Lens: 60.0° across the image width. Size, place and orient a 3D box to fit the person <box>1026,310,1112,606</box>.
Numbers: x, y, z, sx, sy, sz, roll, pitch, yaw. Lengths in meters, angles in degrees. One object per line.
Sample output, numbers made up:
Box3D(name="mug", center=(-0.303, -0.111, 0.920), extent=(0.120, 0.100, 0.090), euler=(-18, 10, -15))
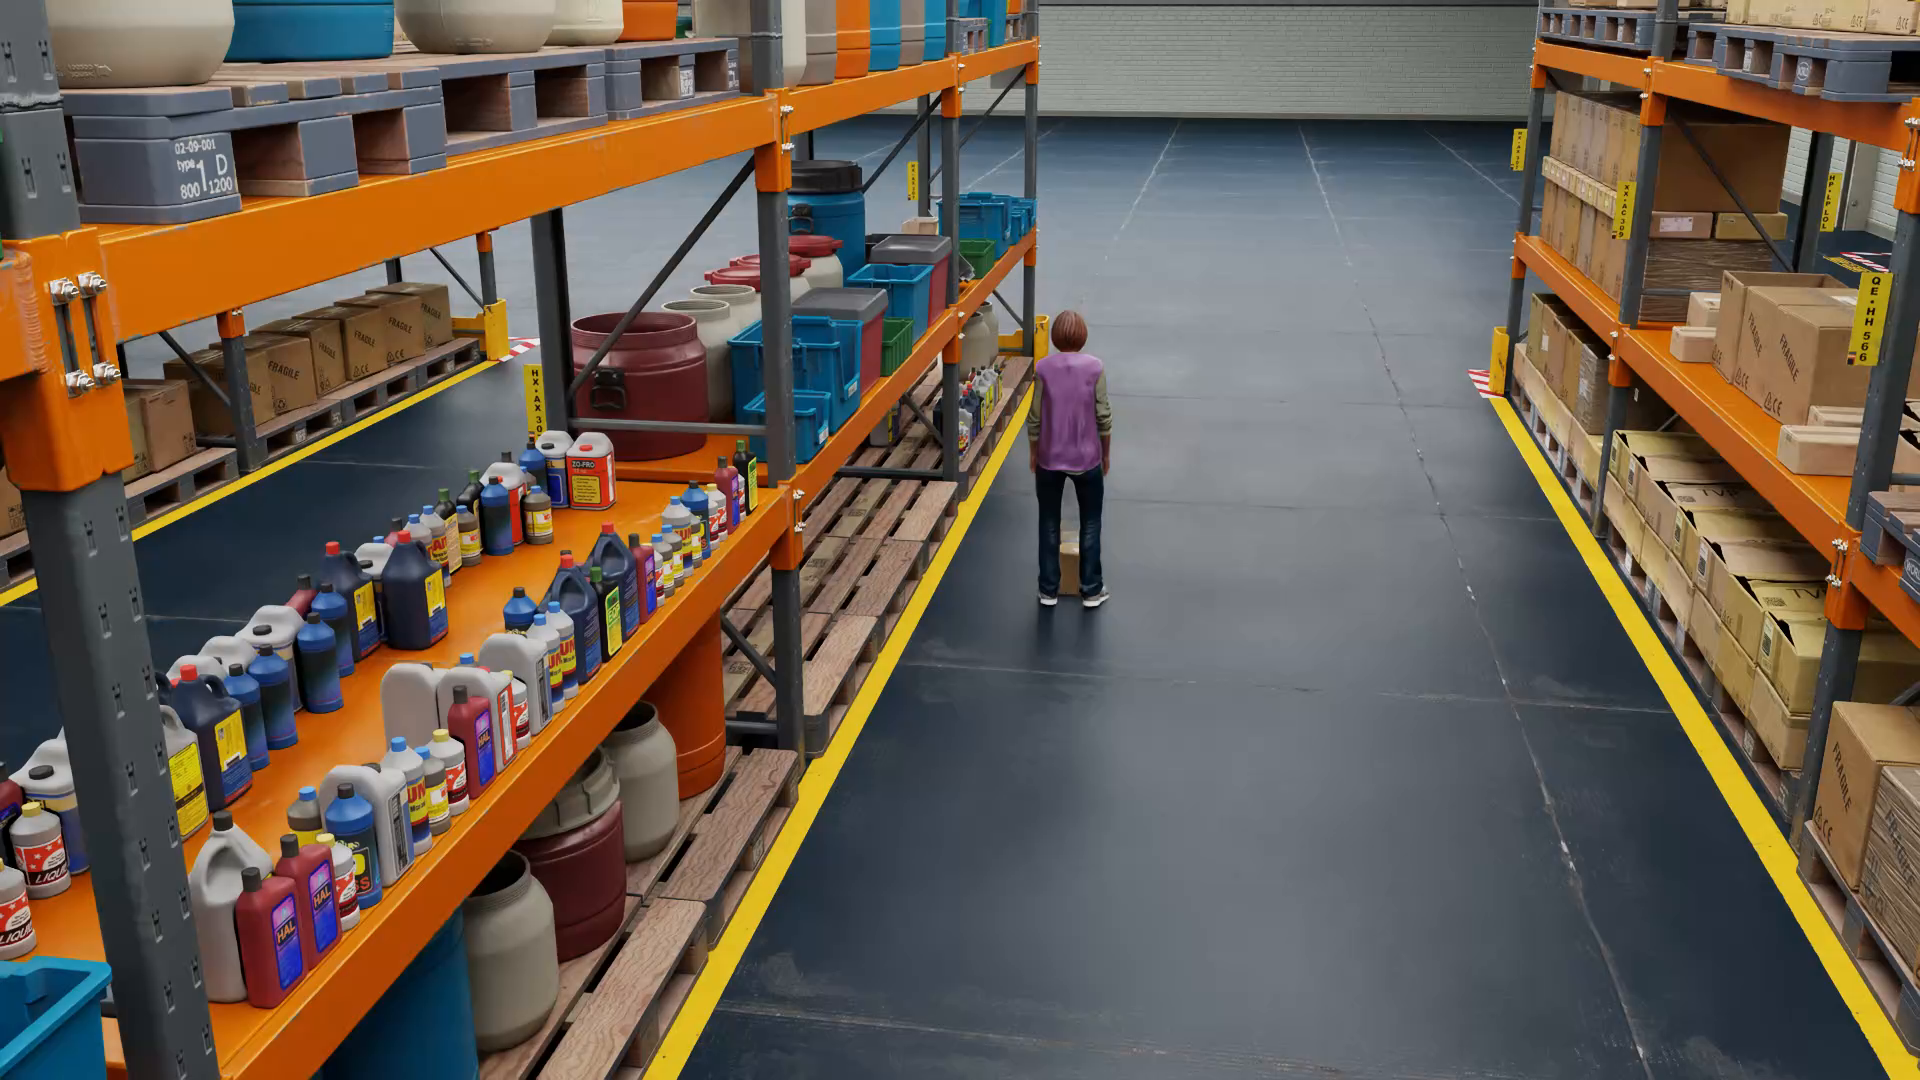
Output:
Box3D(name="person", center=(0.580, -0.417, 8.842), extent=(0.460, 1.593, 0.338), euler=(2, 18, 7))
